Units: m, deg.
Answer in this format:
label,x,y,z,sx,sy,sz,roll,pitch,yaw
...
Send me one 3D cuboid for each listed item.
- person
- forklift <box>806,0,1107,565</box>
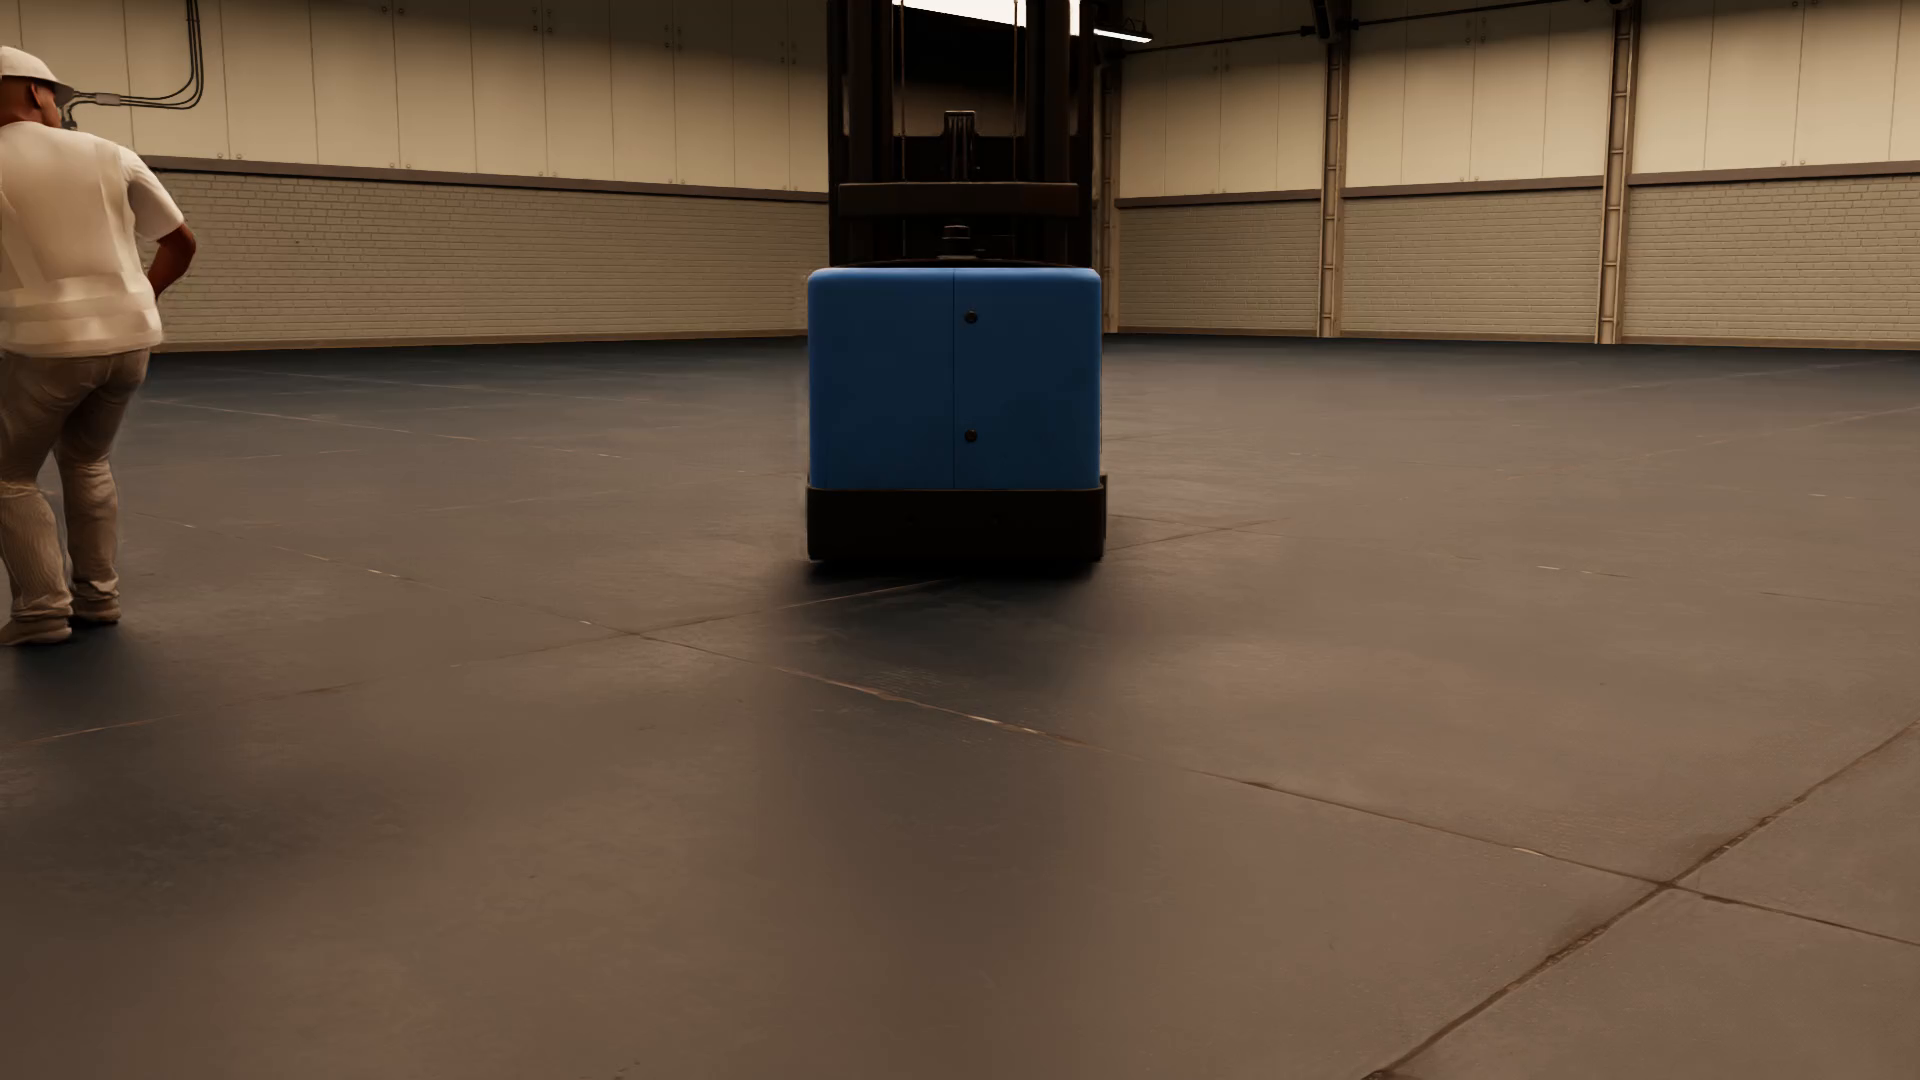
label,x,y,z,sx,sy,sz,roll,pitch,yaw
person,-2.702,-0.558,4.864,0.645,1.716,0.821,6,11,36
forklift,0.006,-1.540,7.103,1.130,2.935,3.031,0,9,1
